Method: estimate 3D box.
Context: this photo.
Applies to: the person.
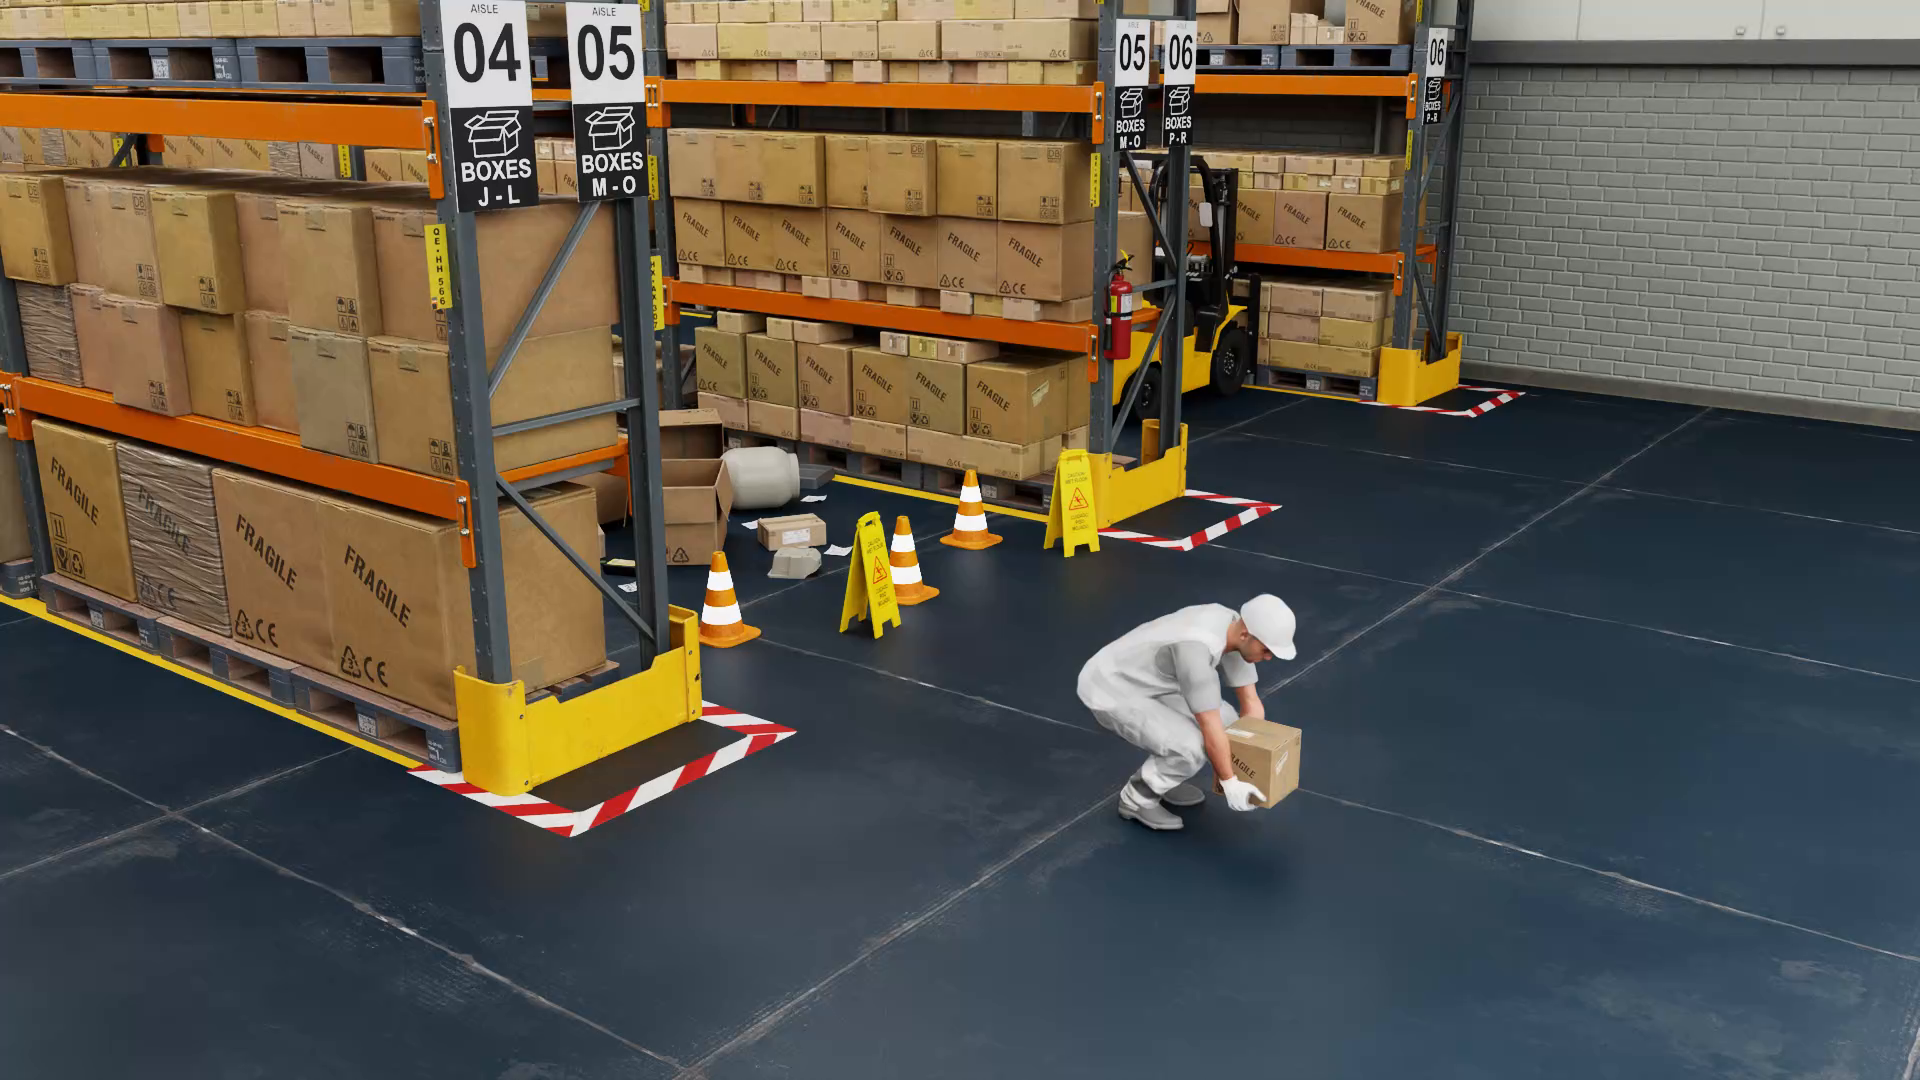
[{"bbox_3d":[0.911,0.653,6.680,0.875,1.004,0.540,11,20,34],"label":"person"}]
